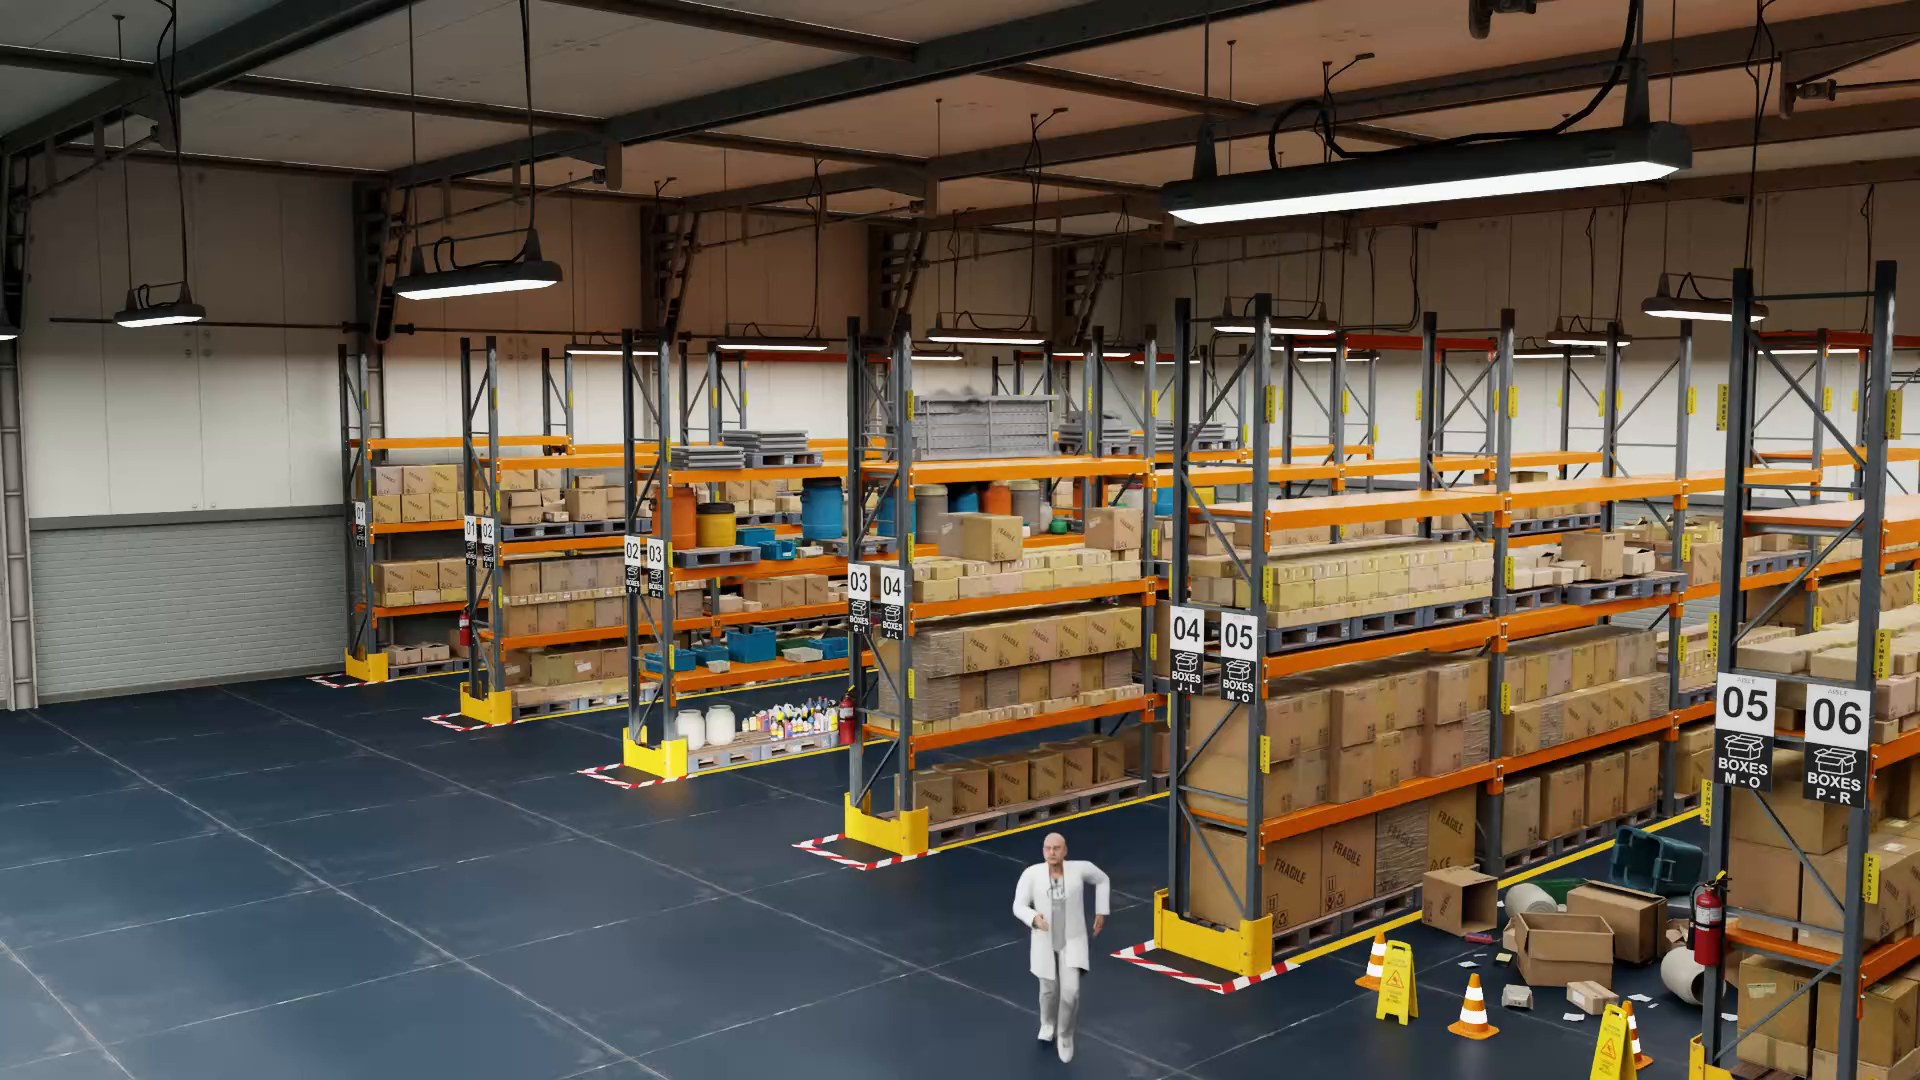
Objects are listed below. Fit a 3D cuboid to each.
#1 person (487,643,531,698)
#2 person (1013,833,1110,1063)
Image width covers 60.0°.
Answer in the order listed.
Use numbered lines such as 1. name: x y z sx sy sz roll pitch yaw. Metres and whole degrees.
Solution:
1. person: -7.656 1.745 28.198 0.674 1.838 0.816 4 6 36
2. person: 0.783 3.164 12.867 0.729 1.707 0.936 1 5 9
